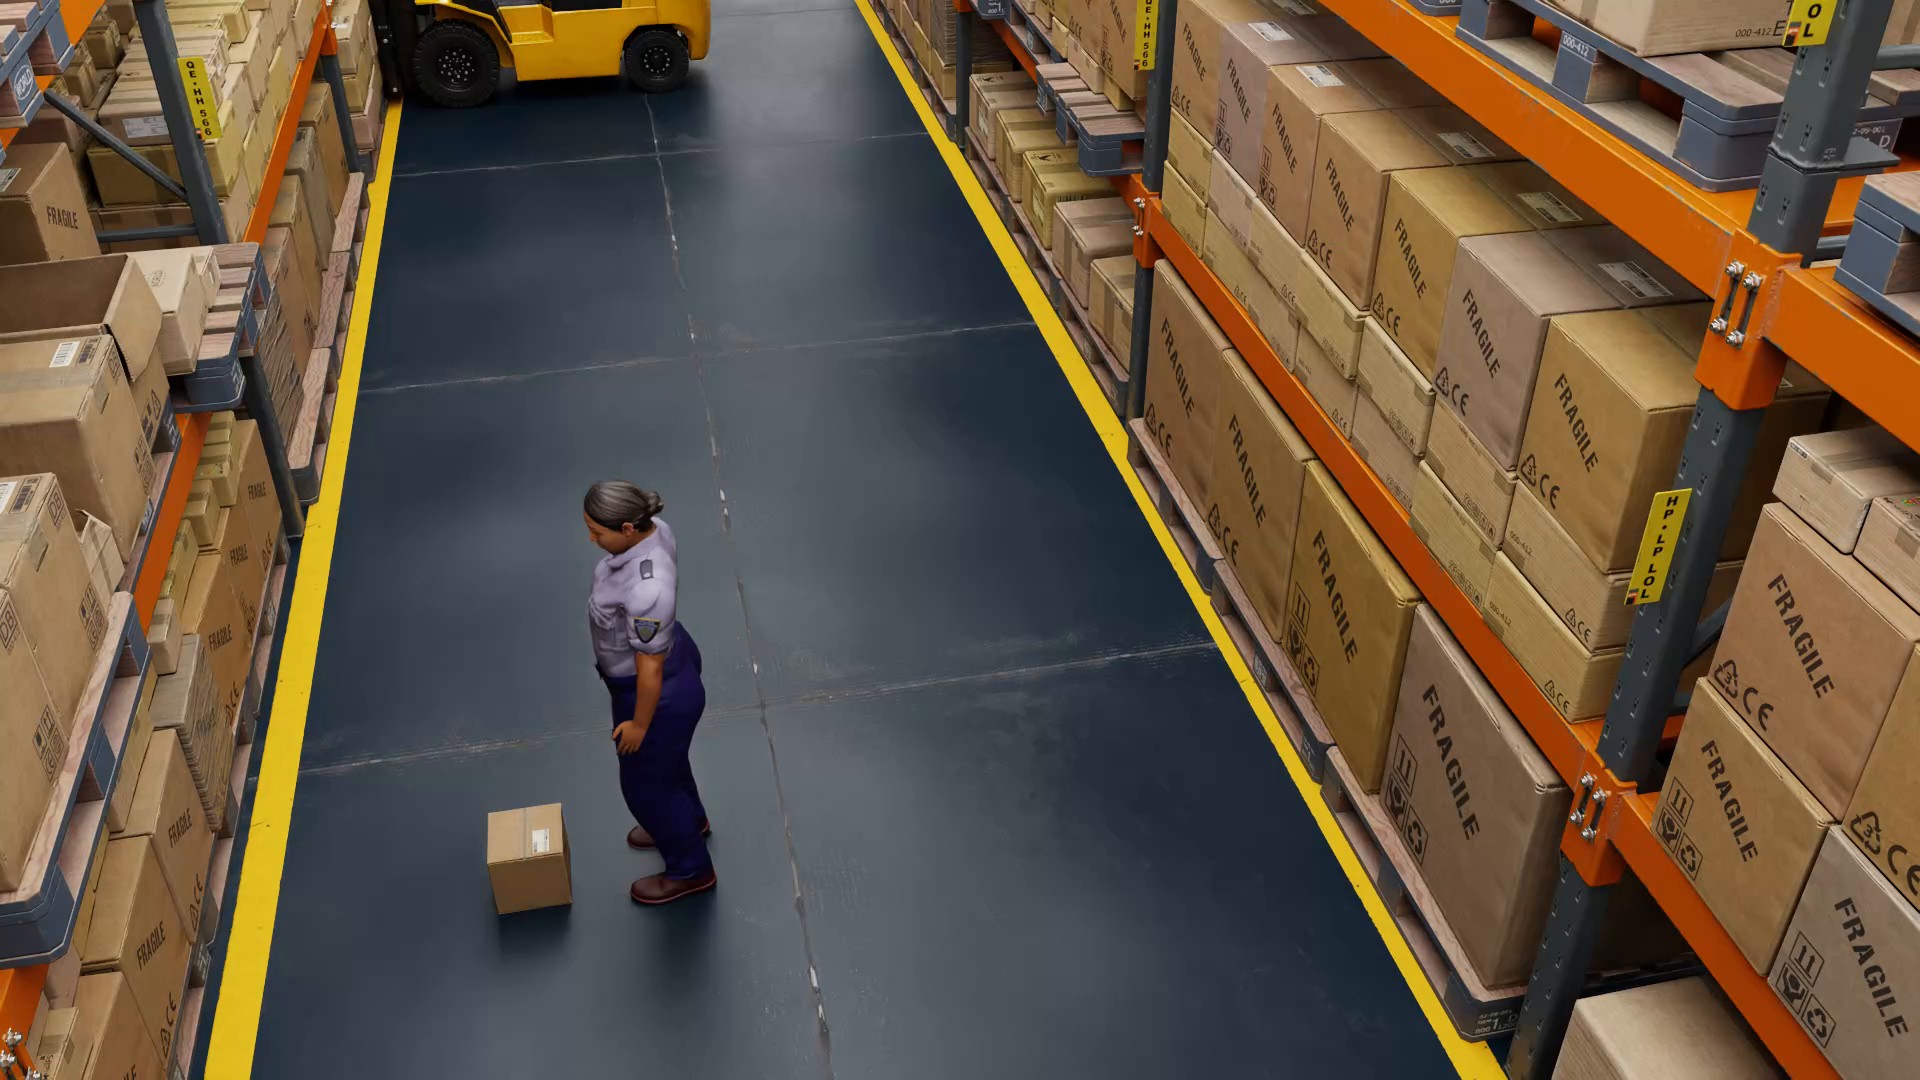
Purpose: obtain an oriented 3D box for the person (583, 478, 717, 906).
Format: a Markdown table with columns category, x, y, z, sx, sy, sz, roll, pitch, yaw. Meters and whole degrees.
| category | x | y | z | sx | sy | sz | roll | pitch | yaw |
| --- | --- | --- | --- | --- | --- | --- | --- | --- | --- |
| person | -1.009 | 0.495 | 5.458 | 0.338 | 1.644 | 0.476 | -7 | 35 | -9 |
